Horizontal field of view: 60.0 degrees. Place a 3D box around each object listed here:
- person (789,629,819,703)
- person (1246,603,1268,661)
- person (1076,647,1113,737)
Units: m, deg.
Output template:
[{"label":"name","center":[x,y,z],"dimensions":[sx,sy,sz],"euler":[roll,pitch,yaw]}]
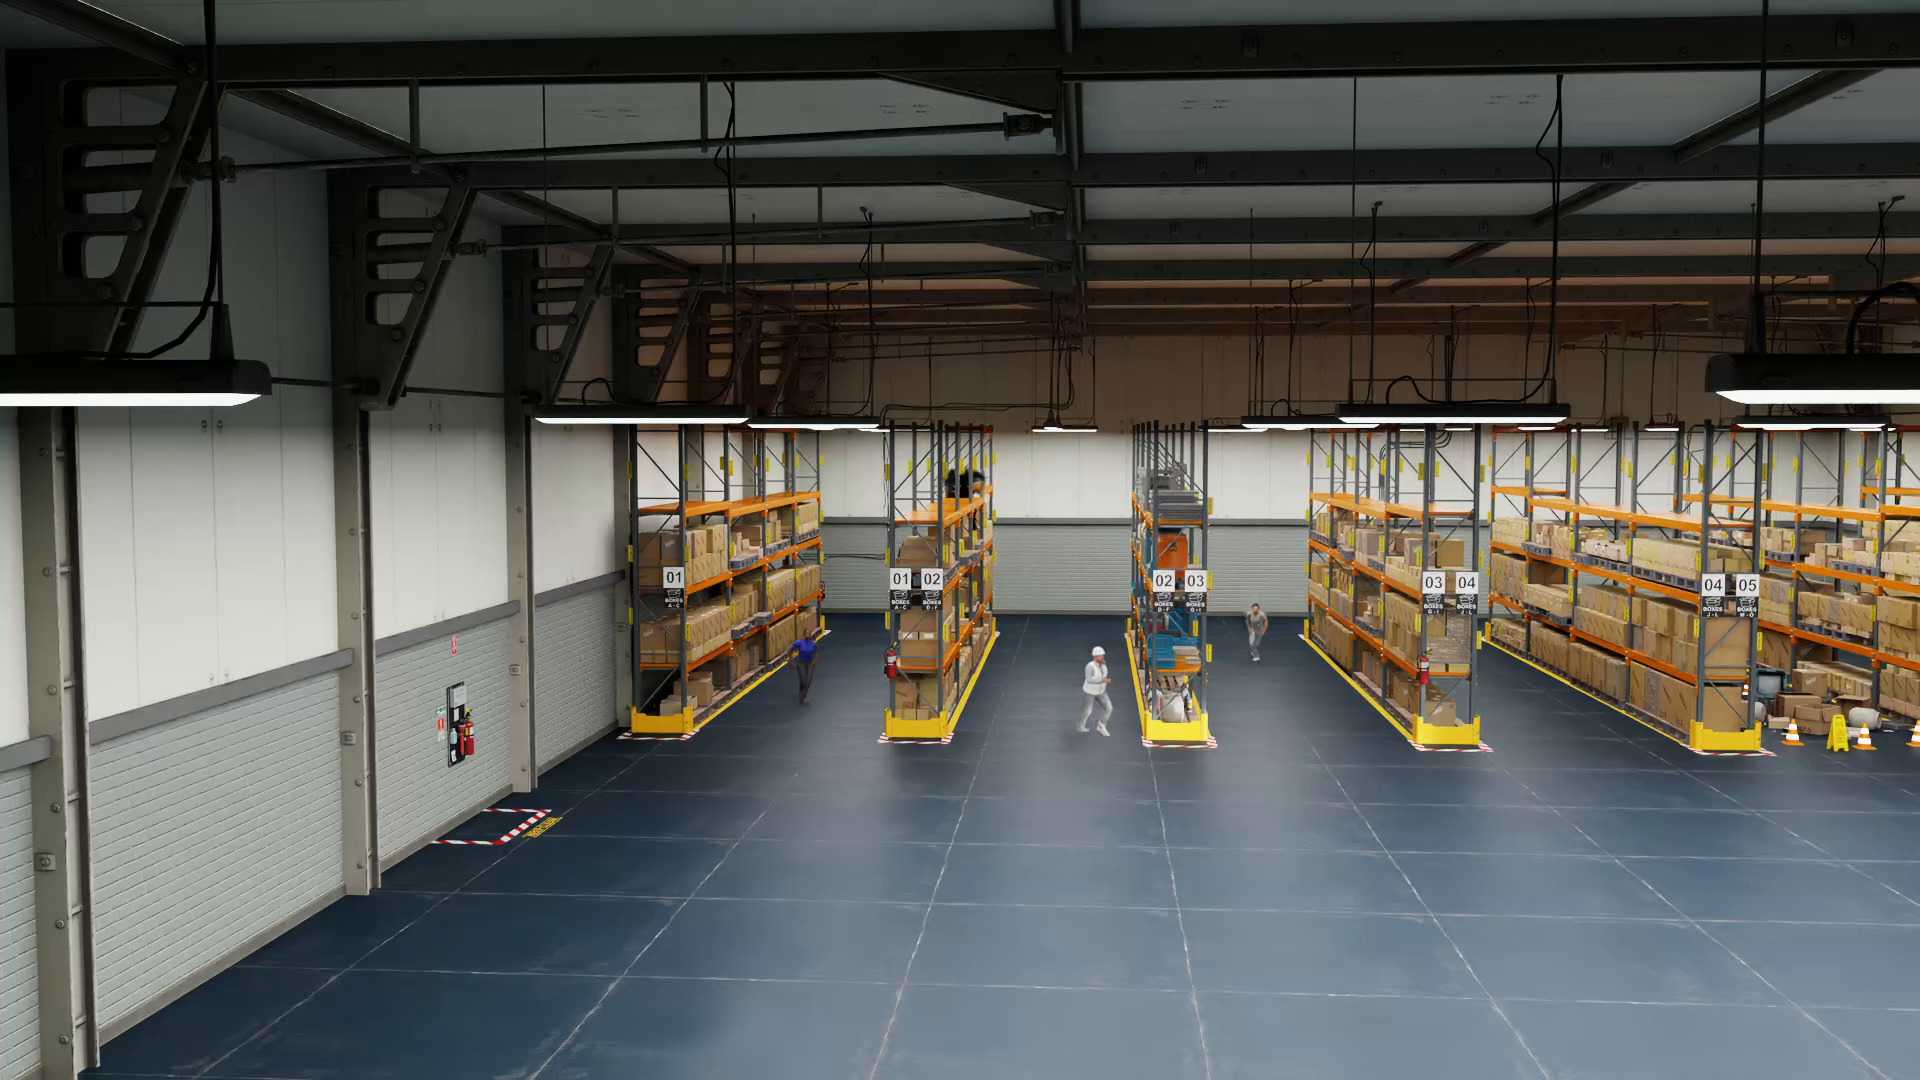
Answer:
[{"label":"person","center":[-3.313,2.727,35.391],"dimensions":[0.646,1.539,0.505],"euler":[-2,4,-23]},{"label":"person","center":[7.531,2.311,42.157],"dimensions":[0.564,1.497,0.919],"euler":[1,4,13]},{"label":"person","center":[2.544,2.868,31.442],"dimensions":[0.594,1.727,0.952],"euler":[-2,4,-34]}]
